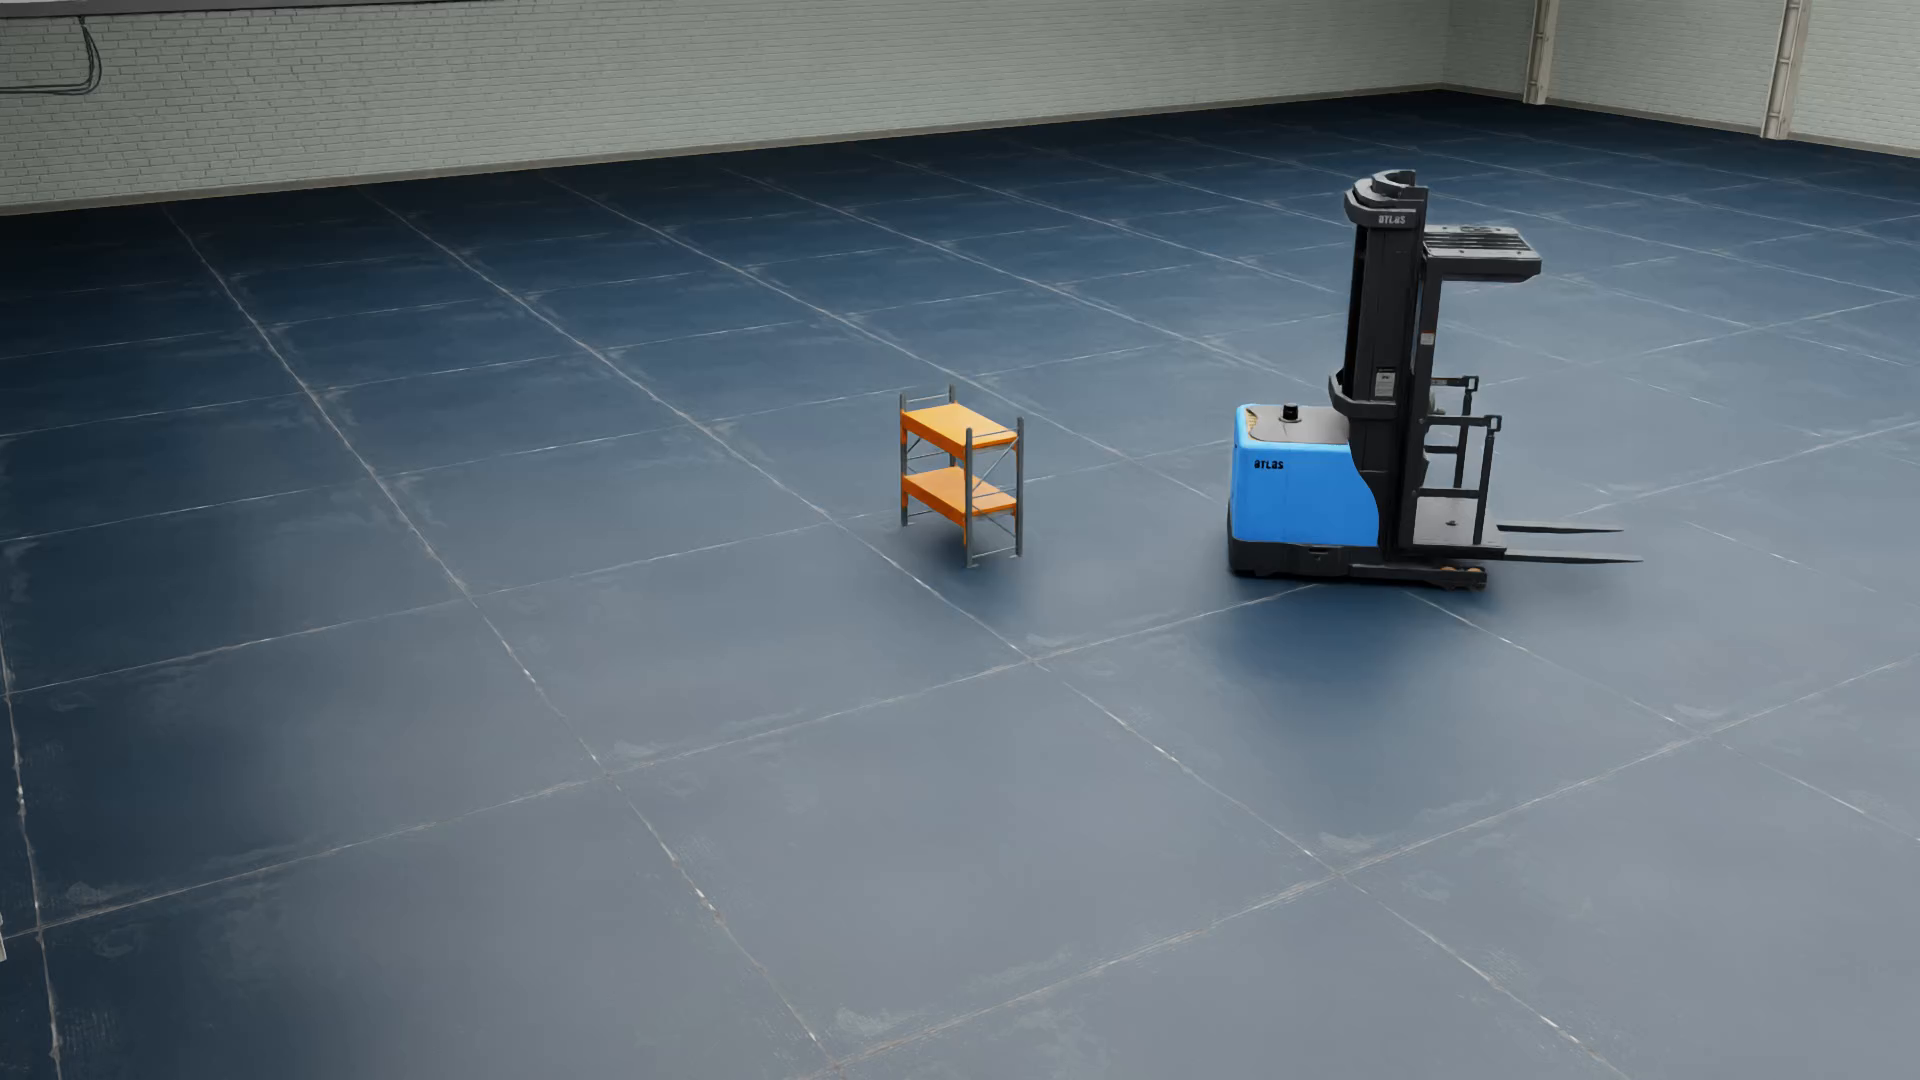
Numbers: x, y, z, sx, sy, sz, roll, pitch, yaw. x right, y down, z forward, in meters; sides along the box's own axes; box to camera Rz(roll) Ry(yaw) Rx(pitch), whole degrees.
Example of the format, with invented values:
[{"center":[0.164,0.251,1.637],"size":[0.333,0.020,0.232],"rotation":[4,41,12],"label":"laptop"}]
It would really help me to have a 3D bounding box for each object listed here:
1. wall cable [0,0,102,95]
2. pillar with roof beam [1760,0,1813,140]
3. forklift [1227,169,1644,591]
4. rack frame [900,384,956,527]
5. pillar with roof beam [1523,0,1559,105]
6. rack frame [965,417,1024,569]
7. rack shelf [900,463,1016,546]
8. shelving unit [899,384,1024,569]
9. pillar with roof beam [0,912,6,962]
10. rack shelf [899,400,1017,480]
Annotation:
[{"center":[-14.495,-7.732,24.474],"size":[3.097,2.526,0.112],"rotation":[-13,25,-28],"label":"wall cable"},{"center":[12.318,-11.251,29.008],"size":[9.100,9.000,0.400],"rotation":[-13,25,-28],"label":"pillar with roof beam"},{"center":[3.604,-1.192,12.320],"size":[3.031,2.935,1.130],"rotation":[3,22,6],"label":"forklift"},{"center":[-0.256,-0.683,13.466],"size":[0.500,1.125,0.032],"rotation":[-13,25,-28],"label":"rack frame"},{"center":[9.253,-13.193,33.787],"size":[9.100,9.000,0.400],"rotation":[-13,25,-28],"label":"pillar with roof beam"},{"center":[0.263,-0.354,12.657],"size":[0.500,1.125,0.032],"rotation":[-13,25,-28],"label":"rack frame"},{"center":[0.003,-0.292,13.154],"size":[0.538,0.278,1.000],"rotation":[-13,25,-28],"label":"rack shelf"},{"center":[0.003,-0.519,13.061],"size":[0.538,1.125,1.048],"rotation":[-13,25,-28],"label":"shelving unit"},{"center":[-1.231,-2.964,8.619],"size":[9.100,9.000,0.400],"rotation":[-13,25,-28],"label":"pillar with roof beam"},{"center":[0.003,-0.790,12.951],"size":[0.538,0.278,1.000],"rotation":[-13,25,-28],"label":"rack shelf"}]
